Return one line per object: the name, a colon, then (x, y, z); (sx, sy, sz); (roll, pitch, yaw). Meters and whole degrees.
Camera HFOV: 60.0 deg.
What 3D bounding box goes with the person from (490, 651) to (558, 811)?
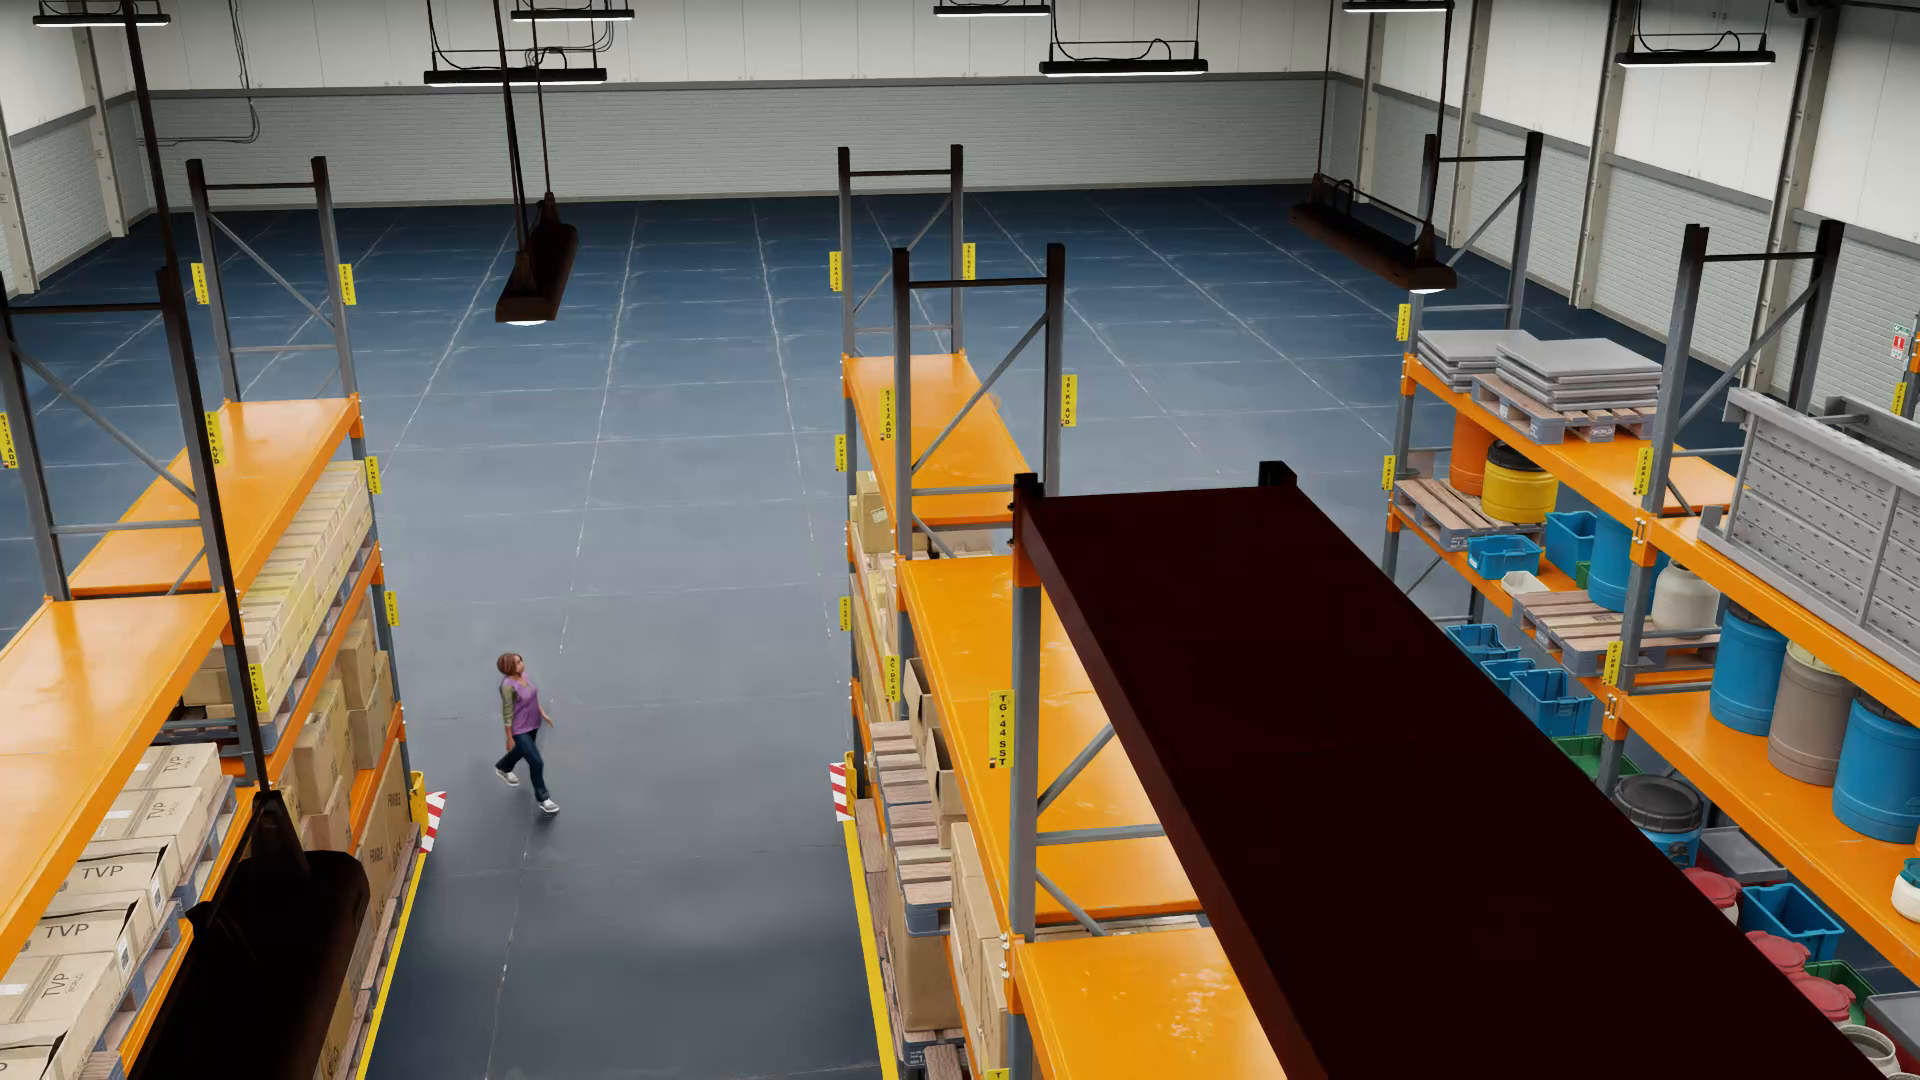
person: (-4.068, 1.702, 15.208); (0.759, 1.563, 0.465); (3, 22, 8)
